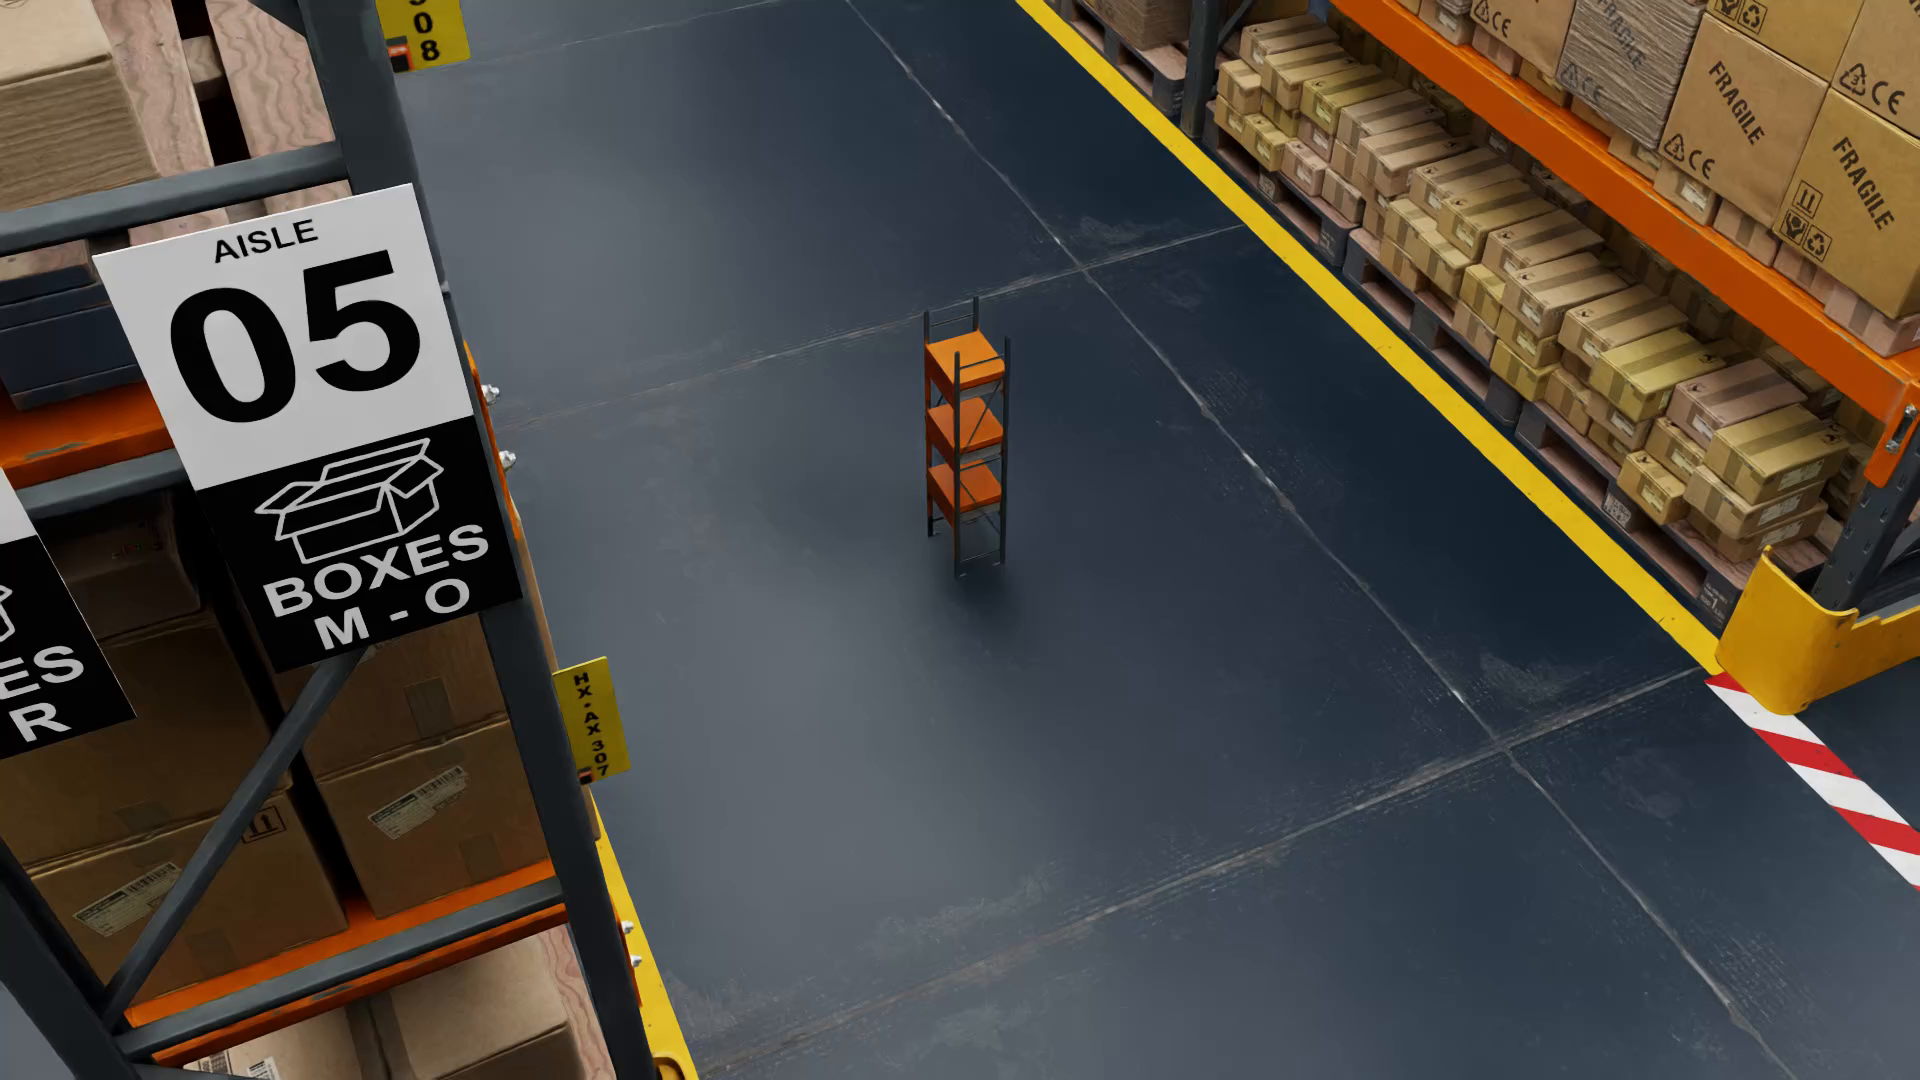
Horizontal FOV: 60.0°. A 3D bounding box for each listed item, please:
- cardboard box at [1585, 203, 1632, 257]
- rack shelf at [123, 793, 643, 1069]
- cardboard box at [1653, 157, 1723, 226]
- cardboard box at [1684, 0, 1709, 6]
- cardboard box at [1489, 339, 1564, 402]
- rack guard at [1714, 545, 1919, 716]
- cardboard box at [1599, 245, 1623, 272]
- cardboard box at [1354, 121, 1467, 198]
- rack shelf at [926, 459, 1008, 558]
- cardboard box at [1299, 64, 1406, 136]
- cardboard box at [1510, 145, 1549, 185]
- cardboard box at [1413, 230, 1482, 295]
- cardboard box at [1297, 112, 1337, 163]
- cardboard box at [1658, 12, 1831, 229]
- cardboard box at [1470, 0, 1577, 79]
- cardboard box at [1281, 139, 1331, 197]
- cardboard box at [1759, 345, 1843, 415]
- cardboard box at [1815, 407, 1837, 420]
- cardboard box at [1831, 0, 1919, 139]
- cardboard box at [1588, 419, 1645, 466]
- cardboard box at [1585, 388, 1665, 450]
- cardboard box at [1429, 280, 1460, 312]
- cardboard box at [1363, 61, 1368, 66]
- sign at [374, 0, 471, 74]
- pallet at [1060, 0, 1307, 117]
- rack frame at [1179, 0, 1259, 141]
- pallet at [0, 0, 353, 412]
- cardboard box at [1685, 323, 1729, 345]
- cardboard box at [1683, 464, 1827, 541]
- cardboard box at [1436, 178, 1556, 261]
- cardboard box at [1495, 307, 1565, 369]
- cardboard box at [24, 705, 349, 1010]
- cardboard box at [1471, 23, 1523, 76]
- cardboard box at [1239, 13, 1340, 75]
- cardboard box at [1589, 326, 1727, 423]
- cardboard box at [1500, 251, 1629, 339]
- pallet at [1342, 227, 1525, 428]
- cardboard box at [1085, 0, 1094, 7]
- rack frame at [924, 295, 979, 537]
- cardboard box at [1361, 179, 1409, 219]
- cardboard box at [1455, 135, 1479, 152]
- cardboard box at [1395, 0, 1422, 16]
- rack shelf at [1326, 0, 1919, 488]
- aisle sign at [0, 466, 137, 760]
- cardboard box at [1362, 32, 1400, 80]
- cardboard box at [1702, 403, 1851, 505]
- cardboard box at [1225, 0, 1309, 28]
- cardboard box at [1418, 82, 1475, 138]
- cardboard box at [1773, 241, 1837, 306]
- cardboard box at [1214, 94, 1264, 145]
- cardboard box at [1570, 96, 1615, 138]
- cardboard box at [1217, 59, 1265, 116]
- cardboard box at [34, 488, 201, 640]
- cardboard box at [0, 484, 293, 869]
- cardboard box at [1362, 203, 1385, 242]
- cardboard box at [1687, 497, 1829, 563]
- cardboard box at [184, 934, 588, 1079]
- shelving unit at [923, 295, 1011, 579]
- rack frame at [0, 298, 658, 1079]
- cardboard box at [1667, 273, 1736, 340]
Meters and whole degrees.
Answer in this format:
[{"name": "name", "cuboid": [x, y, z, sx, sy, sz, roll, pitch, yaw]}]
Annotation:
[{"name": "cardboard box", "cuboid": [2.776, -1.303, 6.742, 0.380, 0.149, 0.250, -17, 47, -17]}, {"name": "rack shelf", "cuboid": [-2.030, -0.181, 4.810, 1.077, 0.370, 4.000, -18, 47, -17]}, {"name": "cardboard box", "cuboid": [2.548, -1.205, 5.514, 0.380, 0.149, 0.250, -17, 47, -16]}, {"name": "cardboard box", "cuboid": [2.402, -2.056, 5.204, 0.500, 0.500, 0.500, -16, 47, -15]}, {"name": "cardboard box", "cuboid": [2.336, -0.723, 6.578, 0.380, 0.149, 0.250, -20, 48, -19]}, {"name": "rack guard", "cuboid": [3.228, 0.152, 5.740, 1.175, 0.500, 0.348, -18, 47, -17]}, {"name": "cardboard box", "cuboid": [2.666, -1.158, 6.807, 0.380, 0.149, 0.250, -16, 47, -15]}, {"name": "cardboard box", "cuboid": [1.911, -1.619, 7.062, 0.380, 0.149, 0.250, -17, 47, -17]}, {"name": "rack shelf", "cuboid": [0.022, -0.134, 6.049, 0.215, 0.259, 0.240, -18, 47, -17]}, {"name": "cardboard box", "cuboid": [1.748, -1.964, 7.412, 0.380, 0.149, 0.250, -19, 48, -18]}, {"name": "cardboard box", "cuboid": [2.579, -1.625, 7.069, 0.380, 0.149, 0.250, -20, 48, -19]}, {"name": "cardboard box", "cuboid": [2.097, -1.175, 6.824, 0.380, 0.149, 0.250, -18, 47, -17]}, {"name": "cardboard box", "cuboid": [1.763, -1.874, 7.533, 0.380, 0.149, 0.250, -18, 47, -18]}, {"name": "cardboard box", "cuboid": [2.625, -1.371, 5.221, 0.500, 0.500, 0.500, -19, 48, -18]}, {"name": "cardboard box", "cuboid": [2.203, -2.012, 5.870, 0.500, 0.500, 0.500, -16, 47, -15]}, {"name": "cardboard box", "cuboid": [1.703, -1.733, 7.602, 0.380, 0.149, 0.250, -18, 47, -18]}, {"name": "cardboard box", "cuboid": [3.123, -0.610, 6.040, 0.380, 0.149, 0.250, -17, 47, -17]}, {"name": "cardboard box", "cuboid": [3.208, -0.531, 6.171, 0.380, 0.149, 0.250, -18, 47, -18]}, {"name": "cardboard box", "cuboid": [2.842, -1.405, 4.543, 0.500, 0.500, 0.500, -19, 48, -18]}, {"name": "cardboard box", "cuboid": [2.616, -0.426, 6.276, 0.380, 0.149, 0.250, -18, 47, -18]}, {"name": "cardboard box", "cuboid": [2.559, -0.513, 6.153, 0.380, 0.149, 0.250, -20, 48, -19]}, {"name": "cardboard box", "cuboid": [2.201, -1.086, 6.946, 0.380, 0.149, 0.250, -17, 47, -16]}, {"name": "cardboard box", "cuboid": [2.124, -2.203, 7.866, 0.380, 0.149, 0.250, -20, 48, -19]}, {"name": "sign", "cuboid": [-0.683, -0.730, 2.040, 0.100, 0.325, 0.005, -18, 47, -17]}, {"name": "pallet", "cuboid": [1.249, -2.741, 8.878, 1.003, 0.211, 1.213, -18, 47, -17]}, {"name": "rack frame", "cuboid": [1.578, -3.238, 7.396, 1.000, 3.000, 0.127, -18, 47, -17]}, {"name": "pallet", "cuboid": [-1.511, -0.669, 2.720, 1.003, 0.211, 1.213, -18, 47, -17]}, {"name": "cardboard box", "cuboid": [3.016, -0.856, 6.501, 0.380, 0.149, 0.250, -17, 47, -16]}, {"name": "cardboard box", "cuboid": [2.779, -0.182, 5.818, 0.380, 0.149, 0.250, -19, 48, -18]}, {"name": "cardboard box", "cuboid": [2.169, -1.301, 6.740, 0.380, 0.149, 0.250, -18, 47, -17]}, {"name": "cardboard box", "cuboid": [2.329, -0.839, 6.483, 0.380, 0.149, 0.250, -17, 47, -17]}, {"name": "cardboard box", "cuboid": [-1.632, 0.572, 3.463, 0.500, 0.500, 0.500, -18, 47, -17]}, {"name": "cardboard box", "cuboid": [2.153, -1.890, 6.208, 0.380, 0.149, 0.250, -16, 47, -16]}, {"name": "cardboard box", "cuboid": [1.535, -2.304, 7.757, 0.380, 0.149, 0.250, -16, 47, -16]}, {"name": "cardboard box", "cuboid": [2.529, -0.603, 6.032, 0.380, 0.149, 0.250, -19, 48, -18]}, {"name": "cardboard box", "cuboid": [2.315, -0.941, 6.376, 0.380, 0.149, 0.250, -16, 47, -16]}, {"name": "pallet", "cuboid": [2.409, -1.050, 7.163, 1.003, 0.211, 1.213, -18, 47, -17]}, {"name": "cardboard box", "cuboid": [0.823, -3.222, 8.861, 0.500, 0.500, 0.500, -19, 48, -18]}, {"name": "rack frame", "cuboid": [-0.029, -0.417, 5.925, 0.200, 1.050, 0.008, -18, 47, -17]}, {"name": "cardboard box", "cuboid": [1.968, -1.519, 7.173, 0.380, 0.149, 0.250, -16, 47, -16]}, {"name": "cardboard box", "cuboid": [2.394, -1.692, 7.348, 0.380, 0.149, 0.250, -17, 47, -16]}, {"name": "cardboard box", "cuboid": [1.891, -2.220, 6.543, 0.380, 0.149, 0.250, -17, 47, -17]}, {"name": "rack shelf", "cuboid": [2.419, -1.708, 6.357, 1.077, 0.370, 4.000, -18, 47, -17]}, {"name": "aisle sign", "cuboid": [-1.440, 0.049, 2.214, 0.394, 0.787, 0.004, -18, 47, -17]}, {"name": "cardboard box", "cuboid": [2.107, -2.284, 7.736, 0.380, 0.149, 0.250, -17, 47, -17]}, {"name": "cardboard box", "cuboid": [2.807, -0.298, 5.724, 0.380, 0.149, 0.250, -18, 47, -17]}, {"name": "cardboard box", "cuboid": [1.508, -3.047, 8.683, 0.500, 0.500, 0.500, -16, 47, -16]}, {"name": "cardboard box", "cuboid": [2.256, -1.939, 7.387, 0.380, 0.149, 0.250, -17, 47, -16]}, {"name": "cardboard box", "cuboid": [2.796, -0.894, 5.199, 0.380, 0.149, 0.250, -18, 47, -17]}, {"name": "cardboard box", "cuboid": [1.439, -2.046, 7.919, 0.380, 0.149, 0.250, -20, 48, -19]}, {"name": "cardboard box", "cuboid": [2.404, -1.571, 5.885, 0.380, 0.149, 0.250, -20, 48, -19]}, {"name": "cardboard box", "cuboid": [1.440, -2.153, 7.816, 0.380, 0.149, 0.250, -16, 47, -16]}, {"name": "cardboard box", "cuboid": [-1.522, 0.045, 2.824, 0.380, 0.149, 0.250, -17, 47, -17]}, {"name": "cardboard box", "cuboid": [-1.608, 0.209, 3.120, 0.500, 0.500, 0.500, -17, 47, -16]}, {"name": "cardboard box", "cuboid": [2.000, -1.425, 7.290, 0.380, 0.149, 0.250, -20, 48, -19]}, {"name": "cardboard box", "cuboid": [2.849, -0.098, 5.944, 0.380, 0.149, 0.250, -17, 47, -17]}, {"name": "cardboard box", "cuboid": [-1.557, 1.208, 4.415, 0.875, 0.438, 0.875, -20, 48, -19]}, {"name": "shelving unit", "cuboid": [0.022, -0.340, 5.847, 0.215, 1.050, 0.252, -18, 47, -17]}, {"name": "rack frame", "cuboid": [-1.189, 0.837, 3.266, 1.000, 3.000, 0.127, -18, 47, -17]}, {"name": "cardboard box", "cuboid": [2.953, -0.942, 6.376, 0.380, 0.149, 0.250, -20, 48, -19]}]
